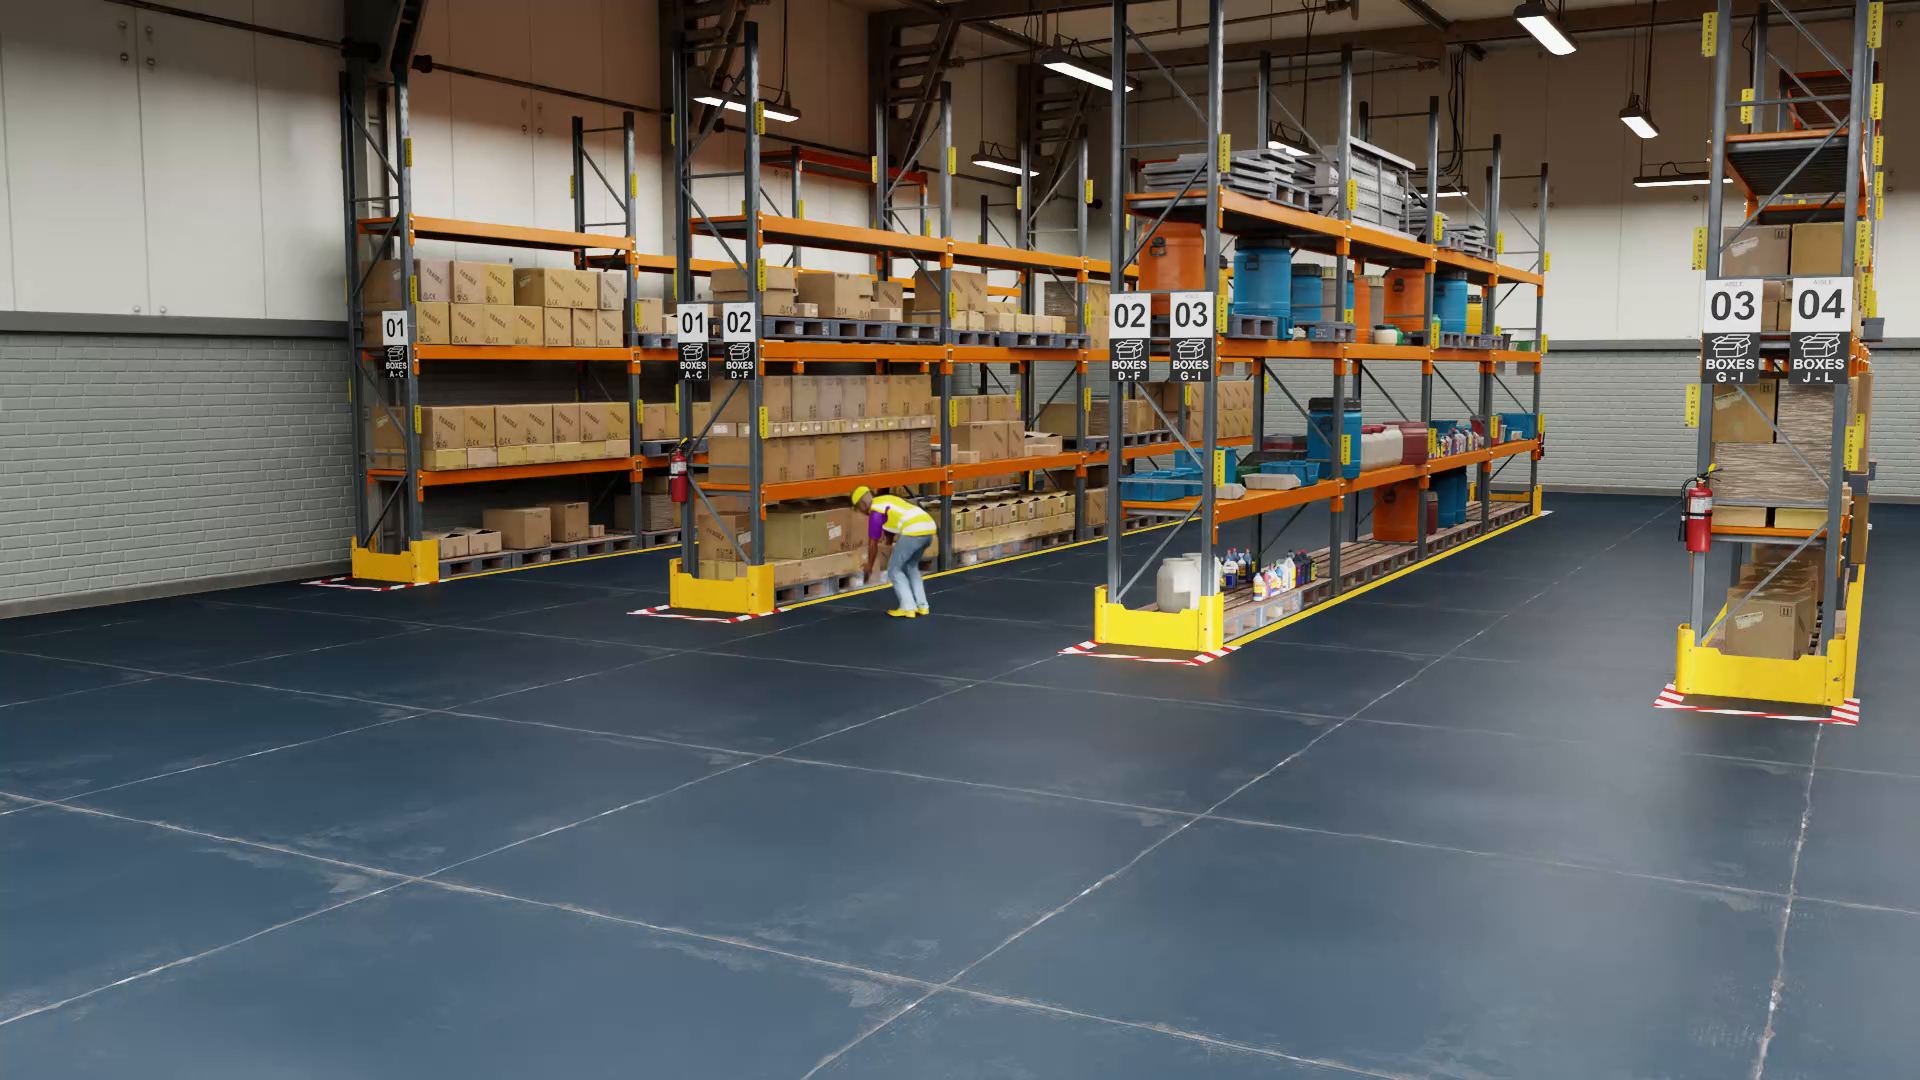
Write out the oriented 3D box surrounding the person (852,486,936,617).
[{"bbox_3d":[-0.704,0.110,17.160,0.923,1.311,0.492,3,7,26],"label":"person"}]
